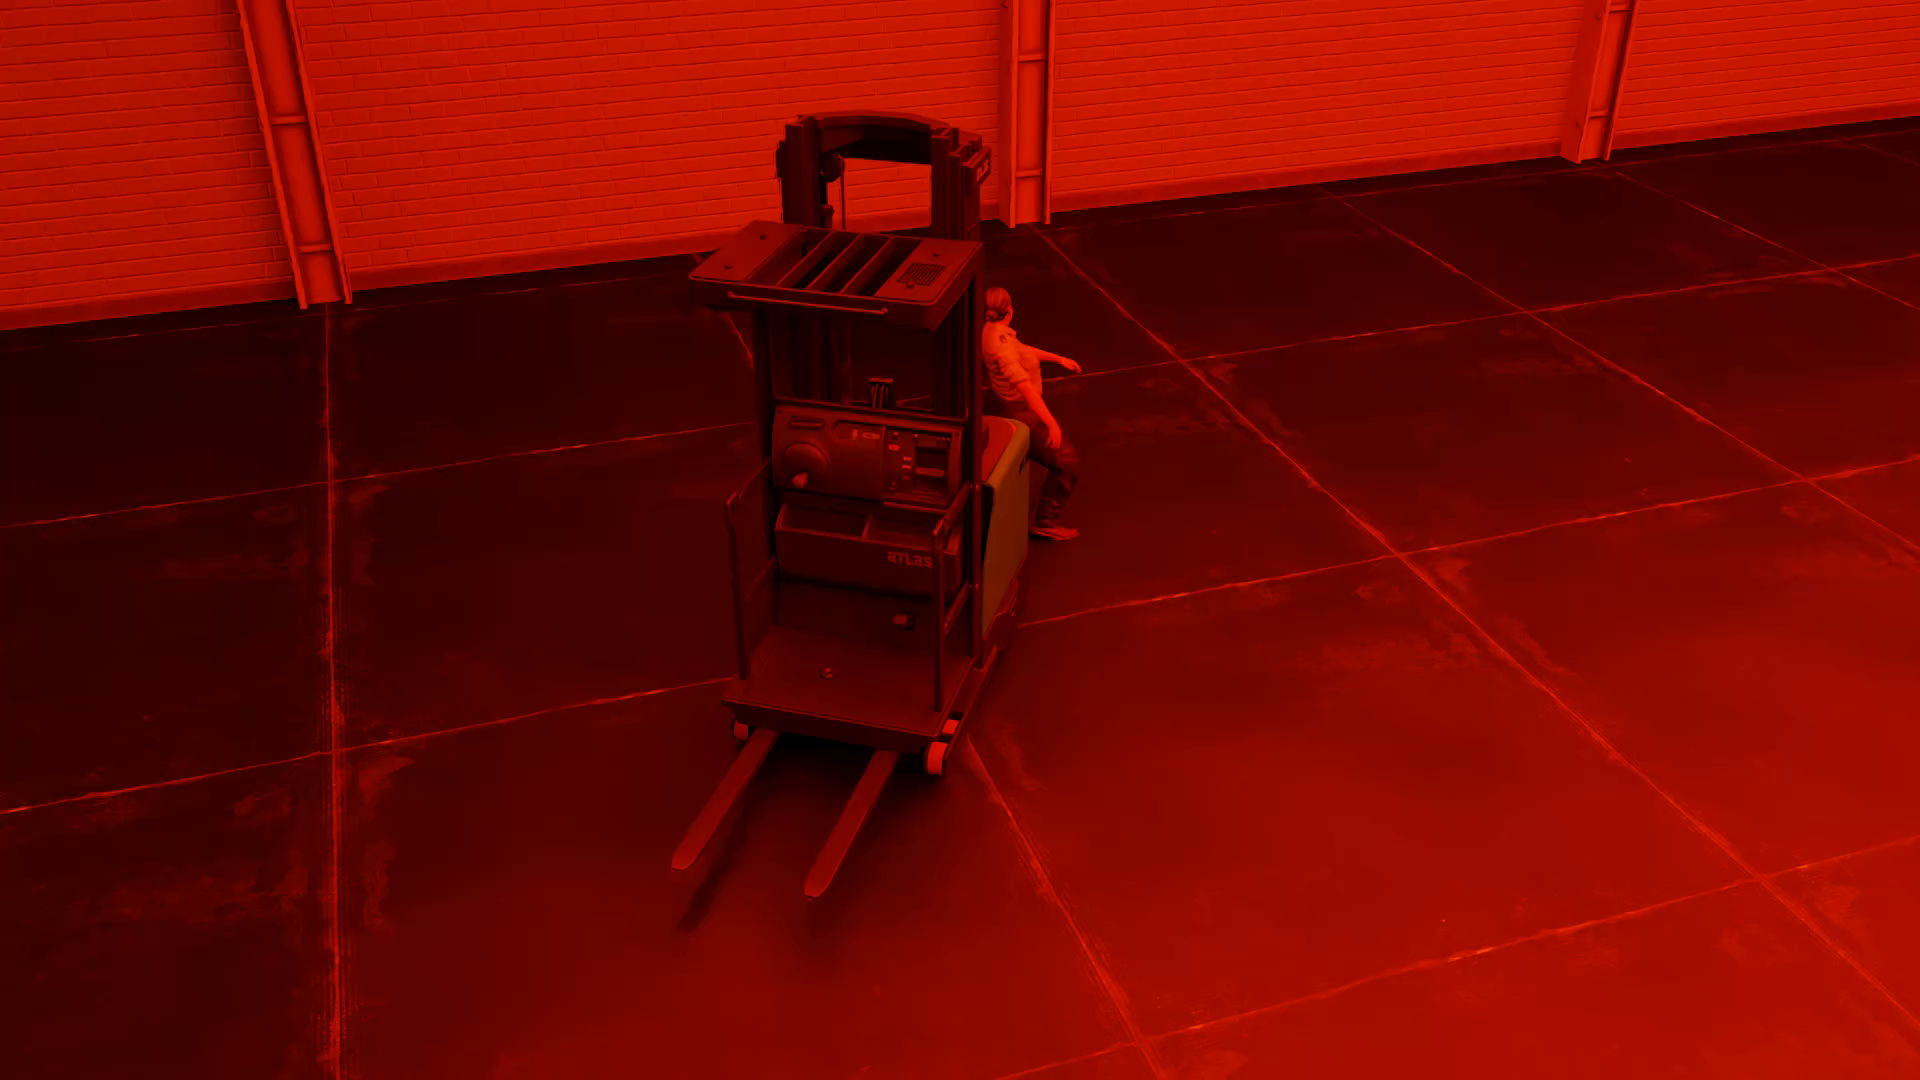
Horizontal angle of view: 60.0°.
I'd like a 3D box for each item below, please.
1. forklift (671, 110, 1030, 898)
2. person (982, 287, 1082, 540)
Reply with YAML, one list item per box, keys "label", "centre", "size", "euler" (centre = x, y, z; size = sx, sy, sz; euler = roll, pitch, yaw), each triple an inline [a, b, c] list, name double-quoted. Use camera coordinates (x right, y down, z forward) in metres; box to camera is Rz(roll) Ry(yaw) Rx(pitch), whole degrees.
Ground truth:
- label: "forklift"
  centre: [-0.502, -0.349, 7.693]
  size: [1.130, 2.935, 3.031]
  euler: [8, 31, 14]
- label: "person"
  centre: [0.403, -0.724, 9.778]
  size: [0.749, 1.563, 0.774]
  euler: [-17, 34, -27]
